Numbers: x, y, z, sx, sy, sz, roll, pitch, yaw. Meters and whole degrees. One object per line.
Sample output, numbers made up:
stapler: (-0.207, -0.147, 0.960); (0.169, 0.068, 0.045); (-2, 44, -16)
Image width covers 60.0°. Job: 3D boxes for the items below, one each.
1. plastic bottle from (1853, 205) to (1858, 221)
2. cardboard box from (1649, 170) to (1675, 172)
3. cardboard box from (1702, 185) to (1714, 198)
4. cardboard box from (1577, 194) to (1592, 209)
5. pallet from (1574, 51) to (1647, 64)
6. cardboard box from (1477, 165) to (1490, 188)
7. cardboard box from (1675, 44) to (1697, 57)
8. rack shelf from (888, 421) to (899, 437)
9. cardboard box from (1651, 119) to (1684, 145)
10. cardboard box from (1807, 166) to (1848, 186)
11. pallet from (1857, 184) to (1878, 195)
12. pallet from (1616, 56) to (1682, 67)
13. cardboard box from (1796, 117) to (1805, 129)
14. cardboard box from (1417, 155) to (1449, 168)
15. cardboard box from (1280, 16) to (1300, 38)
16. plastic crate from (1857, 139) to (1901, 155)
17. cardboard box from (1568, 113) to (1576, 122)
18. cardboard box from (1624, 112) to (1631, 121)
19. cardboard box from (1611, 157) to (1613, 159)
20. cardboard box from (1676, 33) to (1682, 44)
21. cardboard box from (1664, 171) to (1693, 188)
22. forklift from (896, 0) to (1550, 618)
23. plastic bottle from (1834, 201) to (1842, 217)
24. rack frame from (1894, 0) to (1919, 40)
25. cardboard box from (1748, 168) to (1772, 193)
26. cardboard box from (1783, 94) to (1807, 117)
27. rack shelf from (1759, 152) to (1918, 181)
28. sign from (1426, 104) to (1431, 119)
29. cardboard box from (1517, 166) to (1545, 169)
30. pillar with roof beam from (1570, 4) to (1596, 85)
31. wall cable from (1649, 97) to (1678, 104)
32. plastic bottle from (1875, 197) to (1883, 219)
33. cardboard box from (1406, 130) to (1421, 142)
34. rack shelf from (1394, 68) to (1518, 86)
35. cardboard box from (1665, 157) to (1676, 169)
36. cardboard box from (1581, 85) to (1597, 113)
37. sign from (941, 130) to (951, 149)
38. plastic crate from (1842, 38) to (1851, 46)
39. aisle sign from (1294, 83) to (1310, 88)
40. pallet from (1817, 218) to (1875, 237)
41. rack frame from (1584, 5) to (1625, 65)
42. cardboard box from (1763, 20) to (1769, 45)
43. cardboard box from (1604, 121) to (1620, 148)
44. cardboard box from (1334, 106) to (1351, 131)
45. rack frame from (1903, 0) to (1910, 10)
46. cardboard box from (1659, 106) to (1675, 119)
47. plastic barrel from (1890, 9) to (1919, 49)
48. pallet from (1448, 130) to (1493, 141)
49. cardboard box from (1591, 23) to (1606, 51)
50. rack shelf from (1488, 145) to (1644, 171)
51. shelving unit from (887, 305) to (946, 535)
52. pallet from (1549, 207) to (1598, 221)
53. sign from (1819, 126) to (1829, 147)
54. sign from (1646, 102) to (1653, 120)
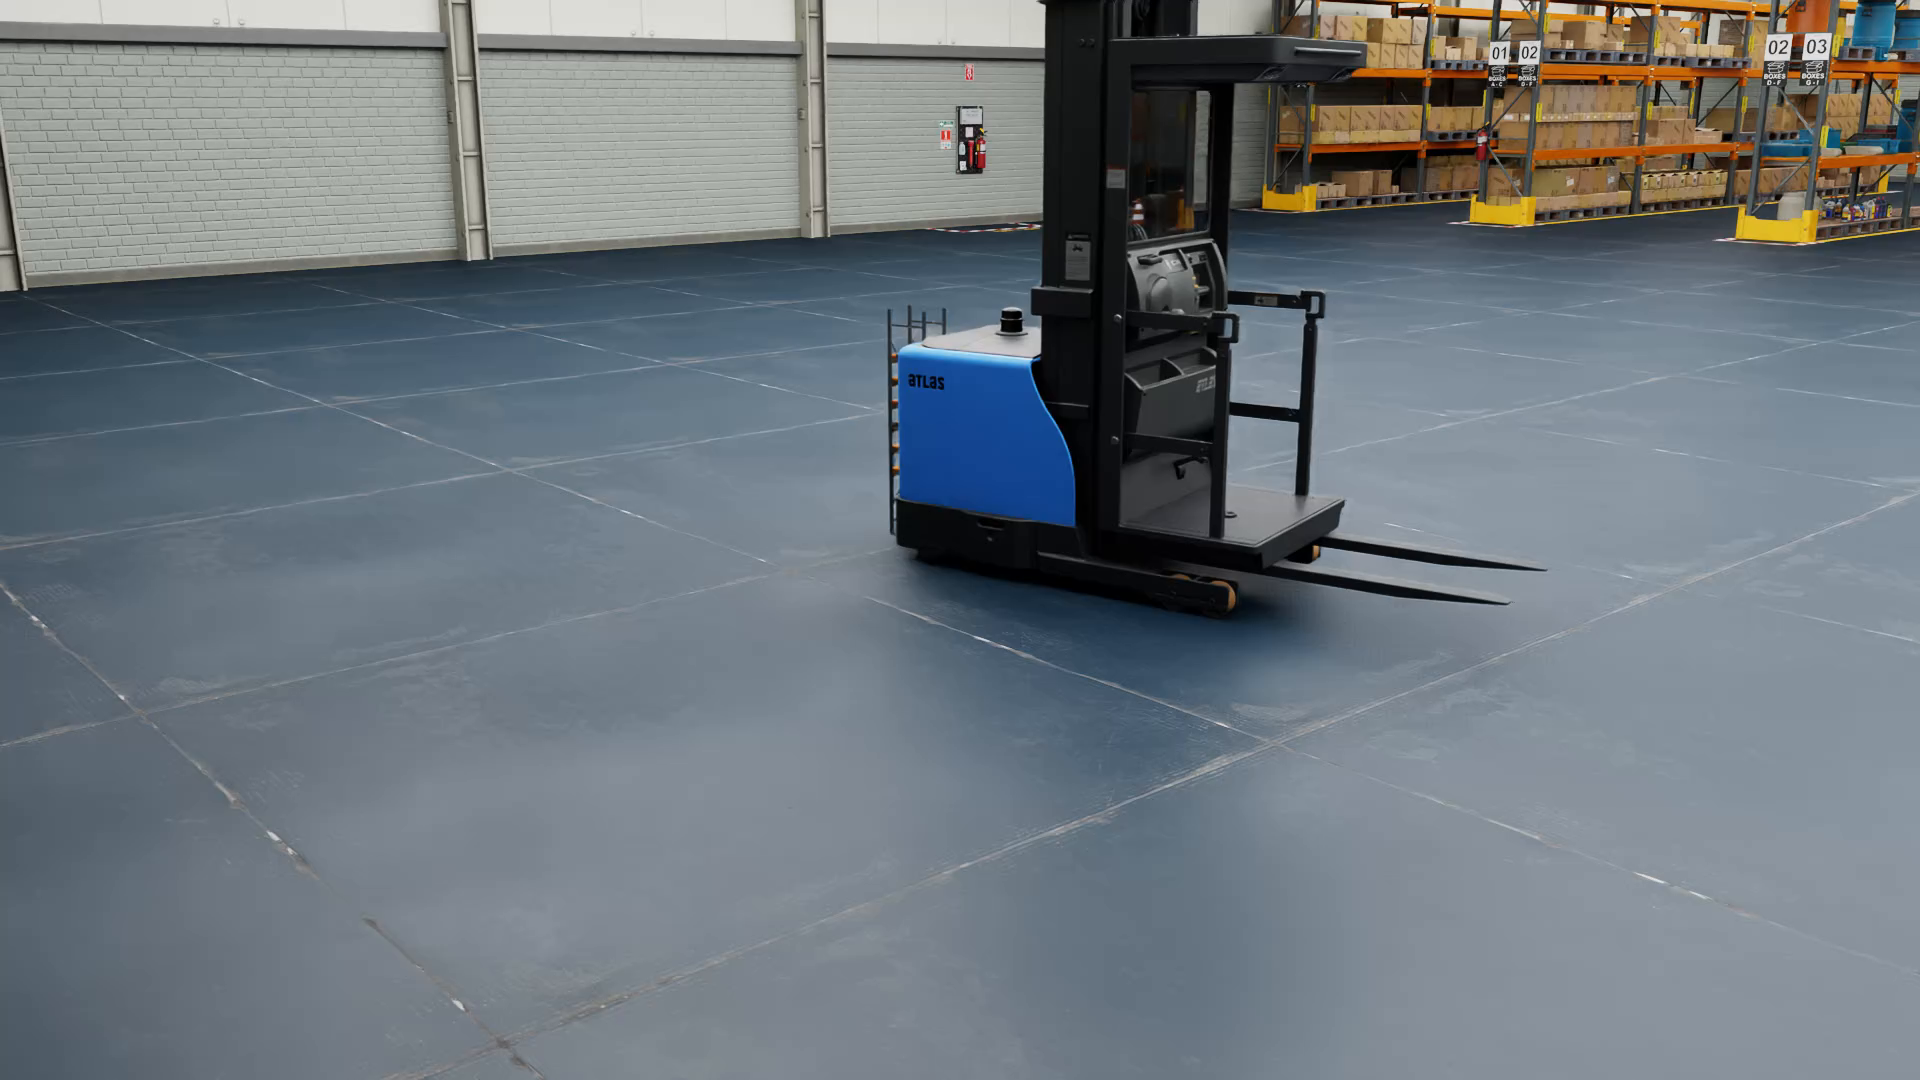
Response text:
plastic bottle: (15.026, -5.498, 27.953); (0.097, 0.271, 0.097); (0, 15, 0)
cardboard box: (14.616, -7.556, 34.653); (0.500, 0.311, 0.500); (-13, 20, -41)
cardboard box: (15.358, -7.269, 34.664); (0.500, 0.250, 0.500); (-13, 20, -40)
cardboard box: (11.629, -6.439, 31.559); (0.500, 0.250, 0.500); (-13, 19, -39)
pallet: (12.337, -9.198, 31.732); (1.213, 0.211, 1.003); (-13, 19, -39)
cardboard box: (11.753, -8.391, 38.341); (0.500, 0.500, 0.700); (-13, 20, -39)
cardboard box: (14.446, -9.833, 33.413); (0.500, 0.250, 0.500); (14, 20, 42)
rack shelf: (-0.222, -0.571, 8.734); (0.258, 0.103, 0.180); (10, 18, 32)
cardboard box: (14.329, -8.291, 33.781); (0.500, 0.500, 0.500); (-13, 19, -39)
cardboard box: (20.412, -8.622, 39.202); (0.637, 0.503, 0.797); (-13, 19, -39)
pallet: (21.358, -8.479, 40.083); (1.213, 0.211, 1.003); (-13, 19, -39)
pallet: (13.620, -9.450, 32.874); (1.217, 0.209, 0.805); (-14, 20, -42)
cardboard box: (19.207, -9.479, 38.232); (0.500, 0.500, 0.500); (-12, 19, -38)
cardboard box: (10.583, -8.475, 37.205); (0.500, 0.250, 0.500); (-13, 20, -41)
cardboard box: (6.845, -10.341, 33.671); (0.500, 0.500, 0.500); (-12, 19, -37)
plastic crate: (15.556, -6.664, 28.174); (0.616, 0.251, 0.499); (-13, 19, -39)
cardboard box: (11.161, -7.825, 30.782); (0.250, 0.149, 0.380); (-14, 20, -41)
cardboard box: (12.711, -8.174, 32.087); (0.250, 0.149, 0.380); (-13, 20, -41)
cardboard box: (16.730, -9.824, 42.489); (0.250, 0.149, 0.380); (-13, 20, -41)
cardboard box: (18.004, -12.668, 42.382); (0.500, 0.500, 0.500); (-12, 19, -38)
cardboard box: (14.598, -7.369, 33.952); (0.500, 0.311, 0.500); (-12, 19, -38)
forklift: (1.191, -1.223, 7.651); (3.031, 2.935, 1.130); (10, 18, 32)
plastic bottle: (15.301, -5.767, 28.961); (0.097, 0.271, 0.097); (0, 15, 0)
rack frame: (16.212, -9.875, 28.281); (0.127, 3.000, 1.000); (-13, 19, -39)
cardboard box: (17.285, -7.819, 36.201); (0.500, 0.500, 0.500); (-13, 20, -40)
cardboard box: (19.210, -9.964, 38.108); (0.500, 0.500, 0.500); (-13, 19, -39)
rack shelf: (14.703, -6.290, 27.879); (4.000, 0.370, 1.077); (-13, 19, -39)
sign: (10.071, -9.219, 35.773); (0.005, 0.325, 0.100); (-13, 19, -39)
cardboard box: (10.900, -6.821, 31.536); (0.500, 0.500, 0.500); (-13, 19, -39)
pillar with roof beam: (18.530, -12.607, 38.511); (0.400, 9.000, 9.100); (-13, 19, -39)
wall cable: (19.106, -11.830, 45.256); (1.851, 1.984, 0.084); (-13, 19, -39)
plastic bottle: (15.771, -5.711, 28.600); (0.185, 0.351, 0.144); (-14, 20, -42)
cardboard box: (9.551, -8.703, 35.771); (0.500, 0.250, 0.500); (-13, 19, -39)
rack shelf: (11.218, -10.345, 37.249); (4.000, 0.370, 1.077); (-13, 19, -39)
cardboard box: (18.299, -9.795, 43.637); (0.500, 0.500, 0.700); (-13, 19, -39)
cardboard box: (11.497, -8.285, 31.246); (0.500, 0.500, 0.700); (-13, 19, -39)
sign: (-0.249, -7.030, 29.188); (0.234, 0.329, 0.001); (-13, 19, -39)
plastic crate: (14.436, -8.122, 27.562); (0.575, 0.384, 0.392); (-13, 19, -39)
aisle sign: (6.834, -9.413, 33.139); (0.004, 0.787, 0.394); (-13, 19, -39)
pallet: (14.757, -5.316, 28.241); (1.213, 0.211, 1.003); (-13, 19, -39)
rack frame: (15.744, -13.159, 40.575); (0.127, 3.000, 1.000); (-13, 19, -39)
cardboard box: (17.084, -10.845, 35.594); (0.500, 0.500, 0.500); (-13, 19, -39)
cardboard box: (12.239, -7.822, 32.029); (0.500, 0.500, 0.700); (-13, 20, -40)
cardboard box: (7.628, -8.631, 34.048); (0.500, 0.500, 0.500); (-13, 19, -39)
rack frame: (22.016, -12.872, 39.504); (0.127, 3.000, 1.000); (-13, 19, -39)
cardboard box: (17.842, -10.869, 43.047); (0.700, 0.700, 0.980); (-13, 20, -40)
plastic barrel: (16.453, -8.796, 29.084); (0.708, 0.901, 0.600); (-13, 19, -39)
pallet: (11.260, -9.147, 37.552); (1.213, 0.211, 1.003); (-13, 19, -39)
cardboard box: (11.638, -9.456, 31.242); (0.637, 0.503, 0.797); (-10, 18, -33)
rack shelf: (11.455, -7.255, 31.492); (4.000, 0.370, 1.077); (-13, 19, -39)
shelving unit: (-0.222, -0.614, 8.722); (0.258, 1.200, 0.189); (10, 18, 32)
pallet: (11.415, -6.260, 31.775); (1.213, 0.211, 1.003); (-13, 19, -39)
sign: (13.553, -6.325, 26.079); (0.005, 0.325, 0.100); (-13, 19, -39)
sign: (13.329, -8.290, 32.142); (0.005, 0.325, 0.100); (-13, 19, -39)
